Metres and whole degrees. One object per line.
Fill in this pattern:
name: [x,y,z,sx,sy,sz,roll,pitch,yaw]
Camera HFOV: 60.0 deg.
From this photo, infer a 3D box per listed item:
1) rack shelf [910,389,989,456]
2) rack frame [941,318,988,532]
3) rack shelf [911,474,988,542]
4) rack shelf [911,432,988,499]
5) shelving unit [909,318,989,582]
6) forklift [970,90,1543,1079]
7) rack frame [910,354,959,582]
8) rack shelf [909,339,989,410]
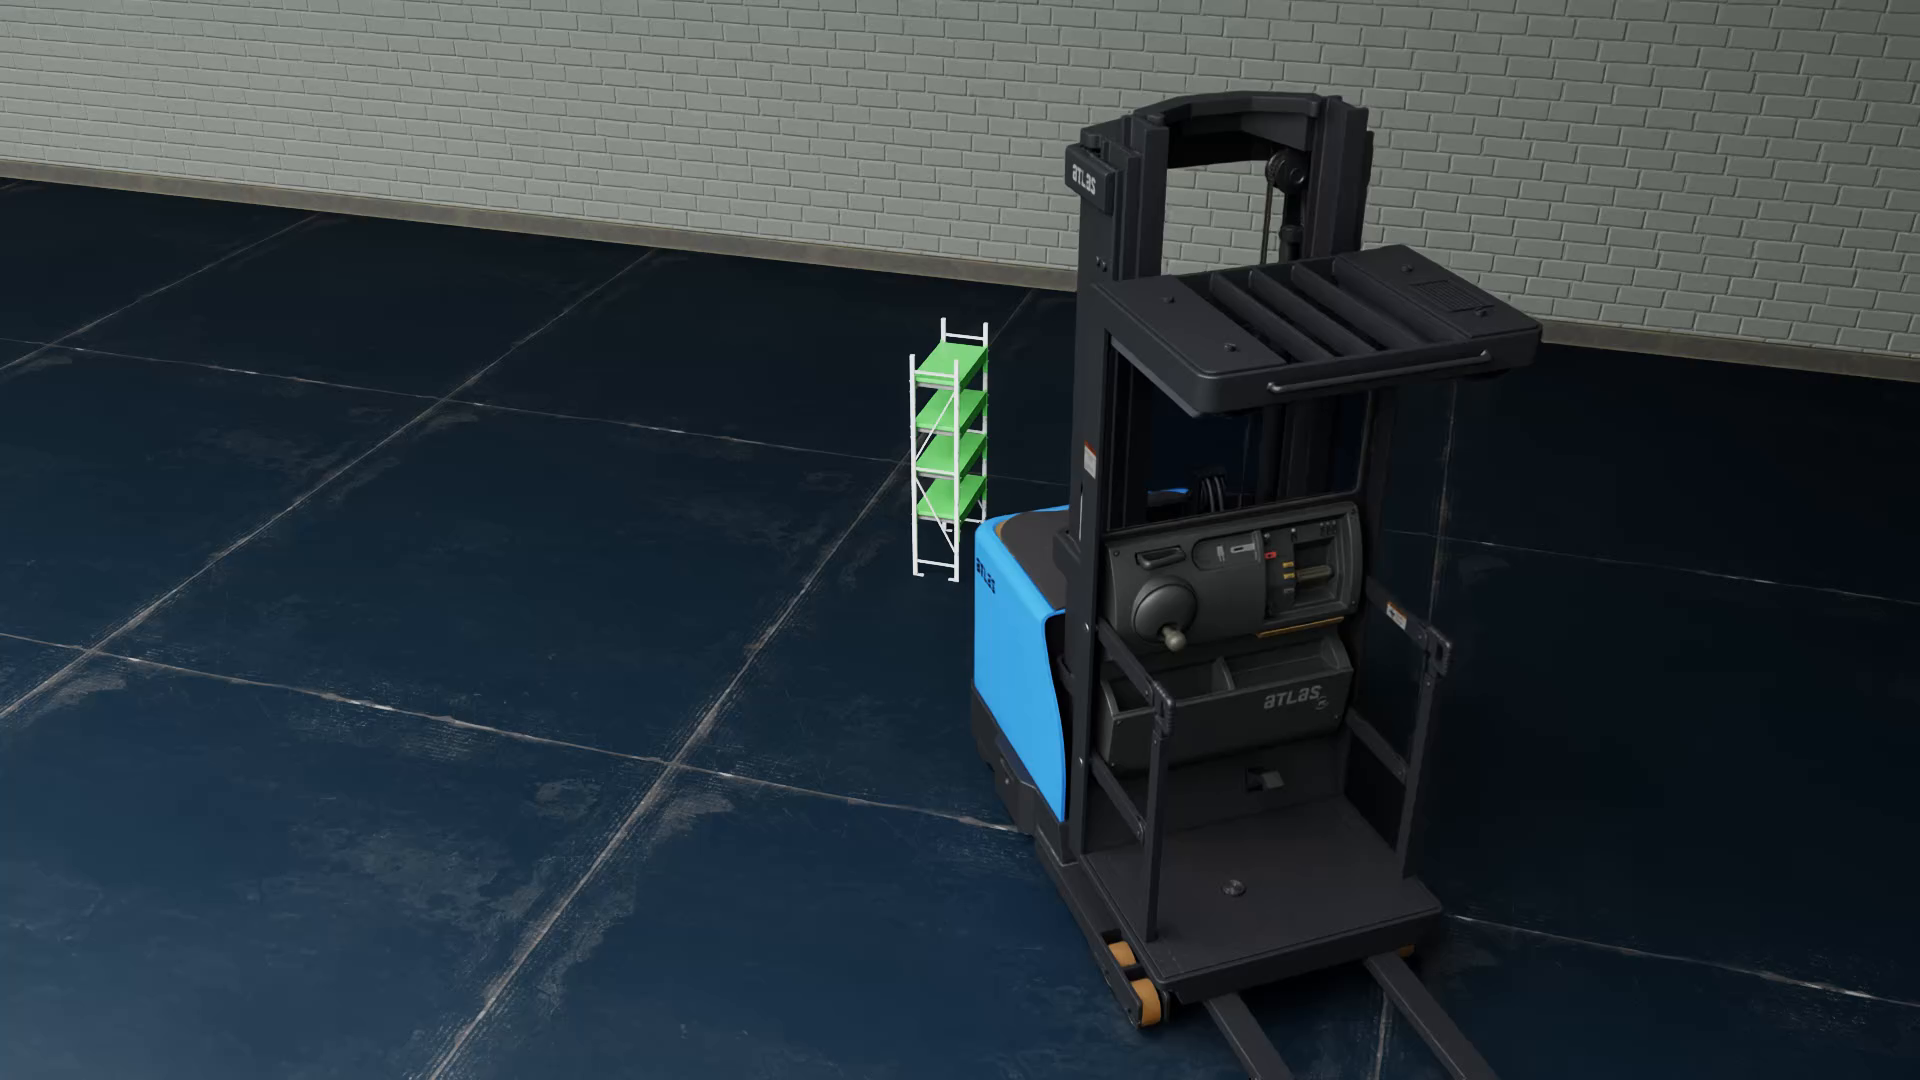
rack shelf: [-0.049,-0.601,8.234,0.258,0.148,0.480,8,30,15]
rack frame: [0.023,-0.561,8.524,0.240,1.200,0.015,8,30,15]
rack shelf: [-0.049,-0.182,8.468,0.258,0.148,0.480,8,30,15]
rack shelf: [-0.049,-0.392,8.351,0.258,0.148,0.480,8,30,15]
shelving unit: [-0.049,-0.447,8.320,0.258,1.200,0.503,8,30,15]
forklift: [1.007,0.173,5.424,1.130,2.935,3.031,-10,30,-17]
rack frame: [-0.120,-0.334,8.116,0.240,1.200,0.015,8,30,15]
rack shelf: [-0.049,-0.811,8.118,0.258,0.148,0.480,8,30,15]
